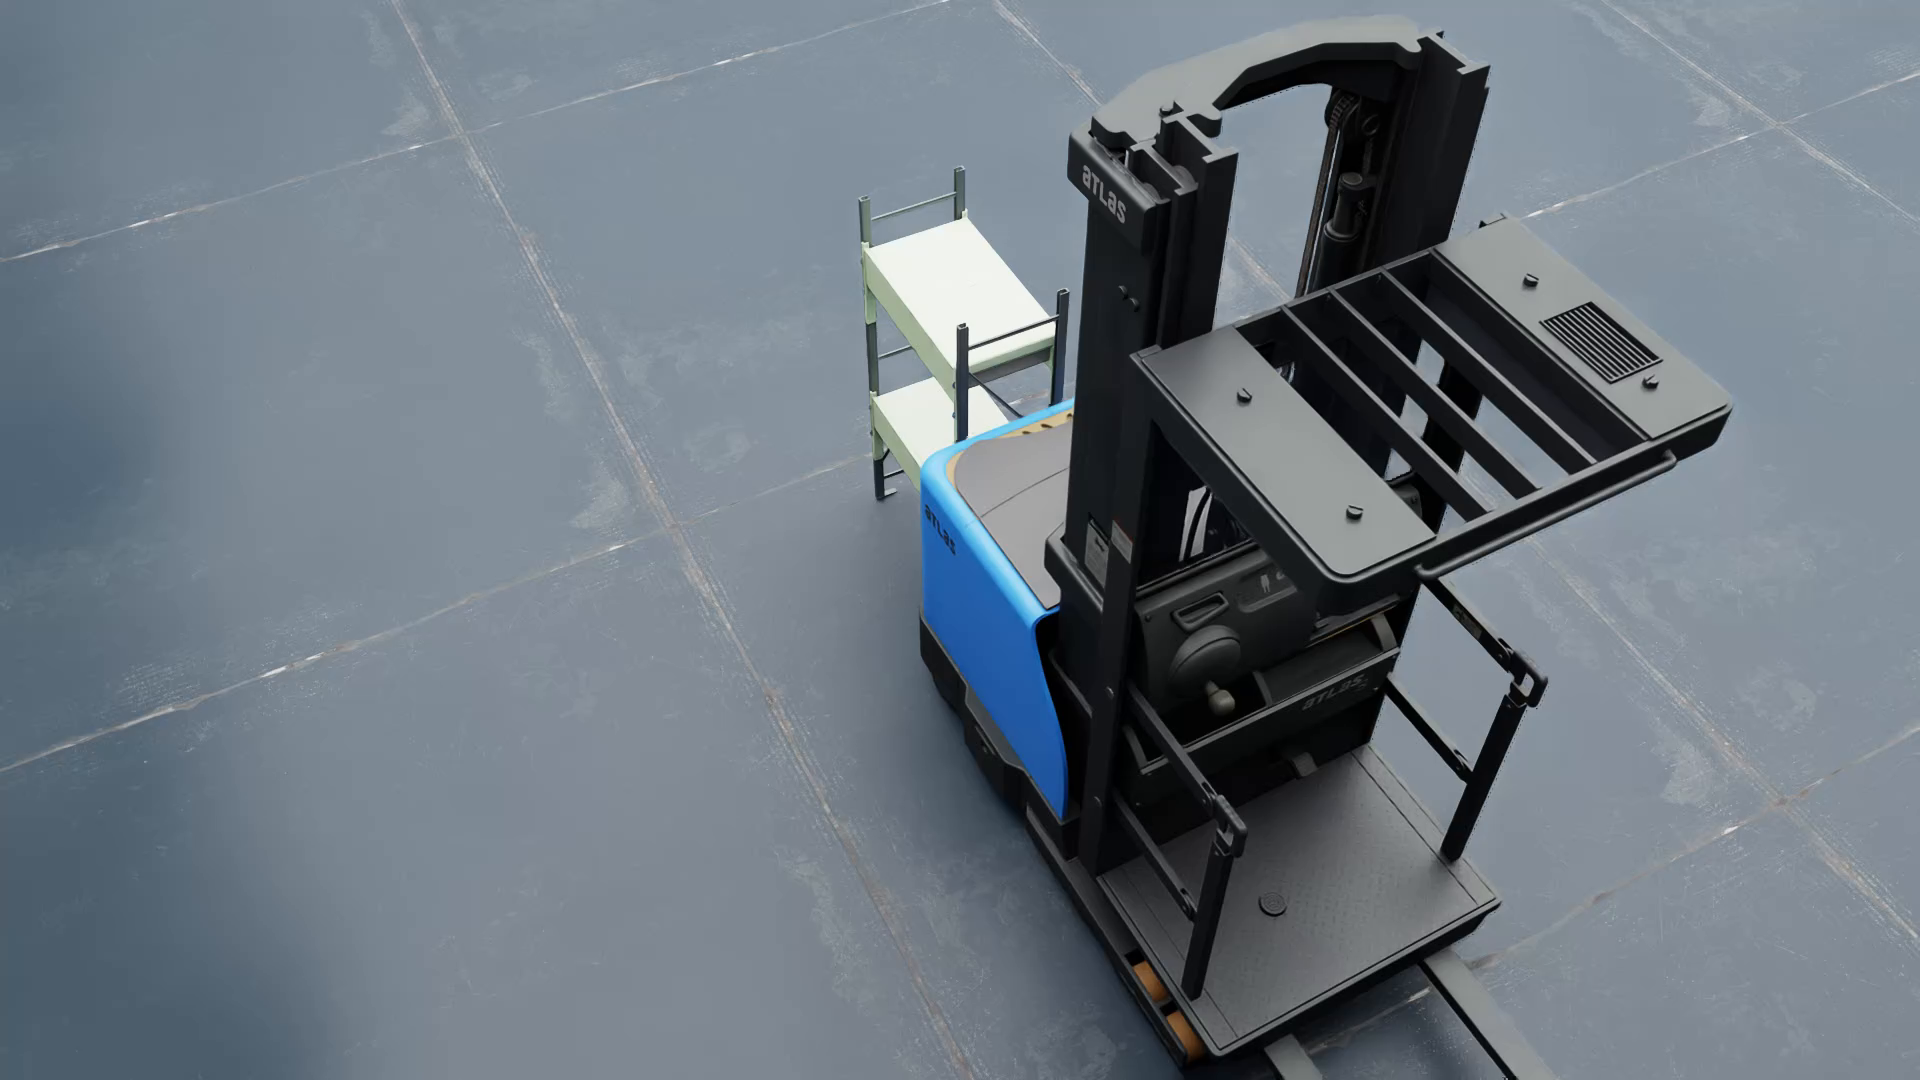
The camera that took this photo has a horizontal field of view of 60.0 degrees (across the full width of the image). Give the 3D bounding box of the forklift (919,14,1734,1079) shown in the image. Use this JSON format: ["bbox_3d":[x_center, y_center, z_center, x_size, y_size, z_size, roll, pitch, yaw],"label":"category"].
[{"bbox_3d":[0.998,0.273,4.457,1.130,2.935,3.031,-22,52,-18],"label":"forklift"}]

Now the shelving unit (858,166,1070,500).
[{"bbox_3d":[0.003,-0.489,6.074,0.431,1.500,0.755,-21,52,-18],"label":"shelving unit"}]

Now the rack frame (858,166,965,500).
[{"bbox_3d":[-0.164,-0.734,6.288,0.400,1.500,0.023,-21,52,-18],"label":"rack frame"}]

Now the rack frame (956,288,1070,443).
[{"bbox_3d":[0.171,-0.244,5.860,0.400,1.500,0.023,-21,52,-18],"label":"rack frame"}]

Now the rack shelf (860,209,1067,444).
[{"bbox_3d":[0.003,-0.746,5.780,0.431,0.370,0.720,-21,52,-18],"label":"rack shelf"}]

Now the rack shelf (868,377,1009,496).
[{"bbox_3d":[0.003,-0.275,6.320,0.431,0.370,0.720,-21,52,-18],"label":"rack shelf"}]
